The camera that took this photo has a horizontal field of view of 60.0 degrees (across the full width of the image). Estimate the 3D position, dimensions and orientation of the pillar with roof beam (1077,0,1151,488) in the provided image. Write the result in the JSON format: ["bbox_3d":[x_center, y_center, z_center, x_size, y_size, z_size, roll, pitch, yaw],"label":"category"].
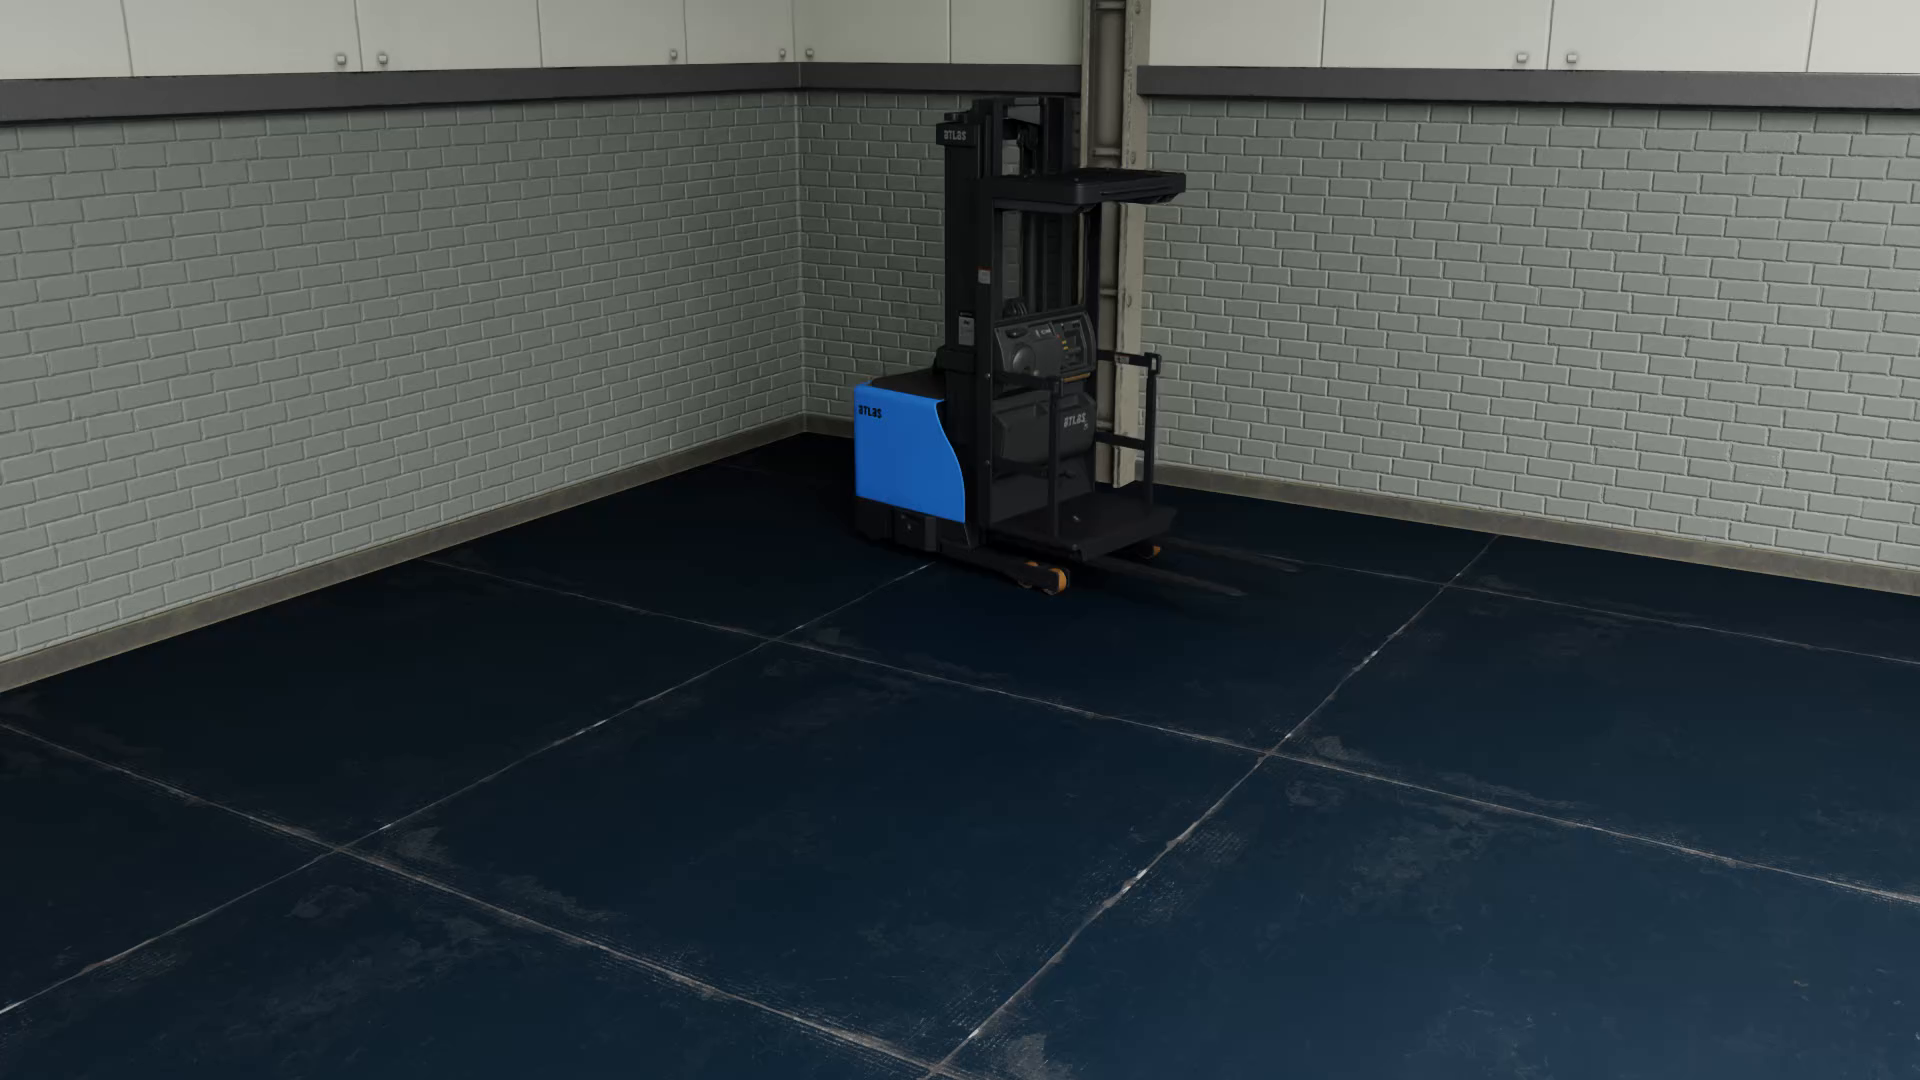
[{"bbox_3d":[-1.131,-3.705,8.094,0.400,9.000,9.100,10,20,30],"label":"pillar with roof beam"}]

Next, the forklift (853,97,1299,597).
[{"bbox_3d":[0.702,-1.236,10.406,3.031,2.935,1.130,15,22,40],"label":"forklift"}]
